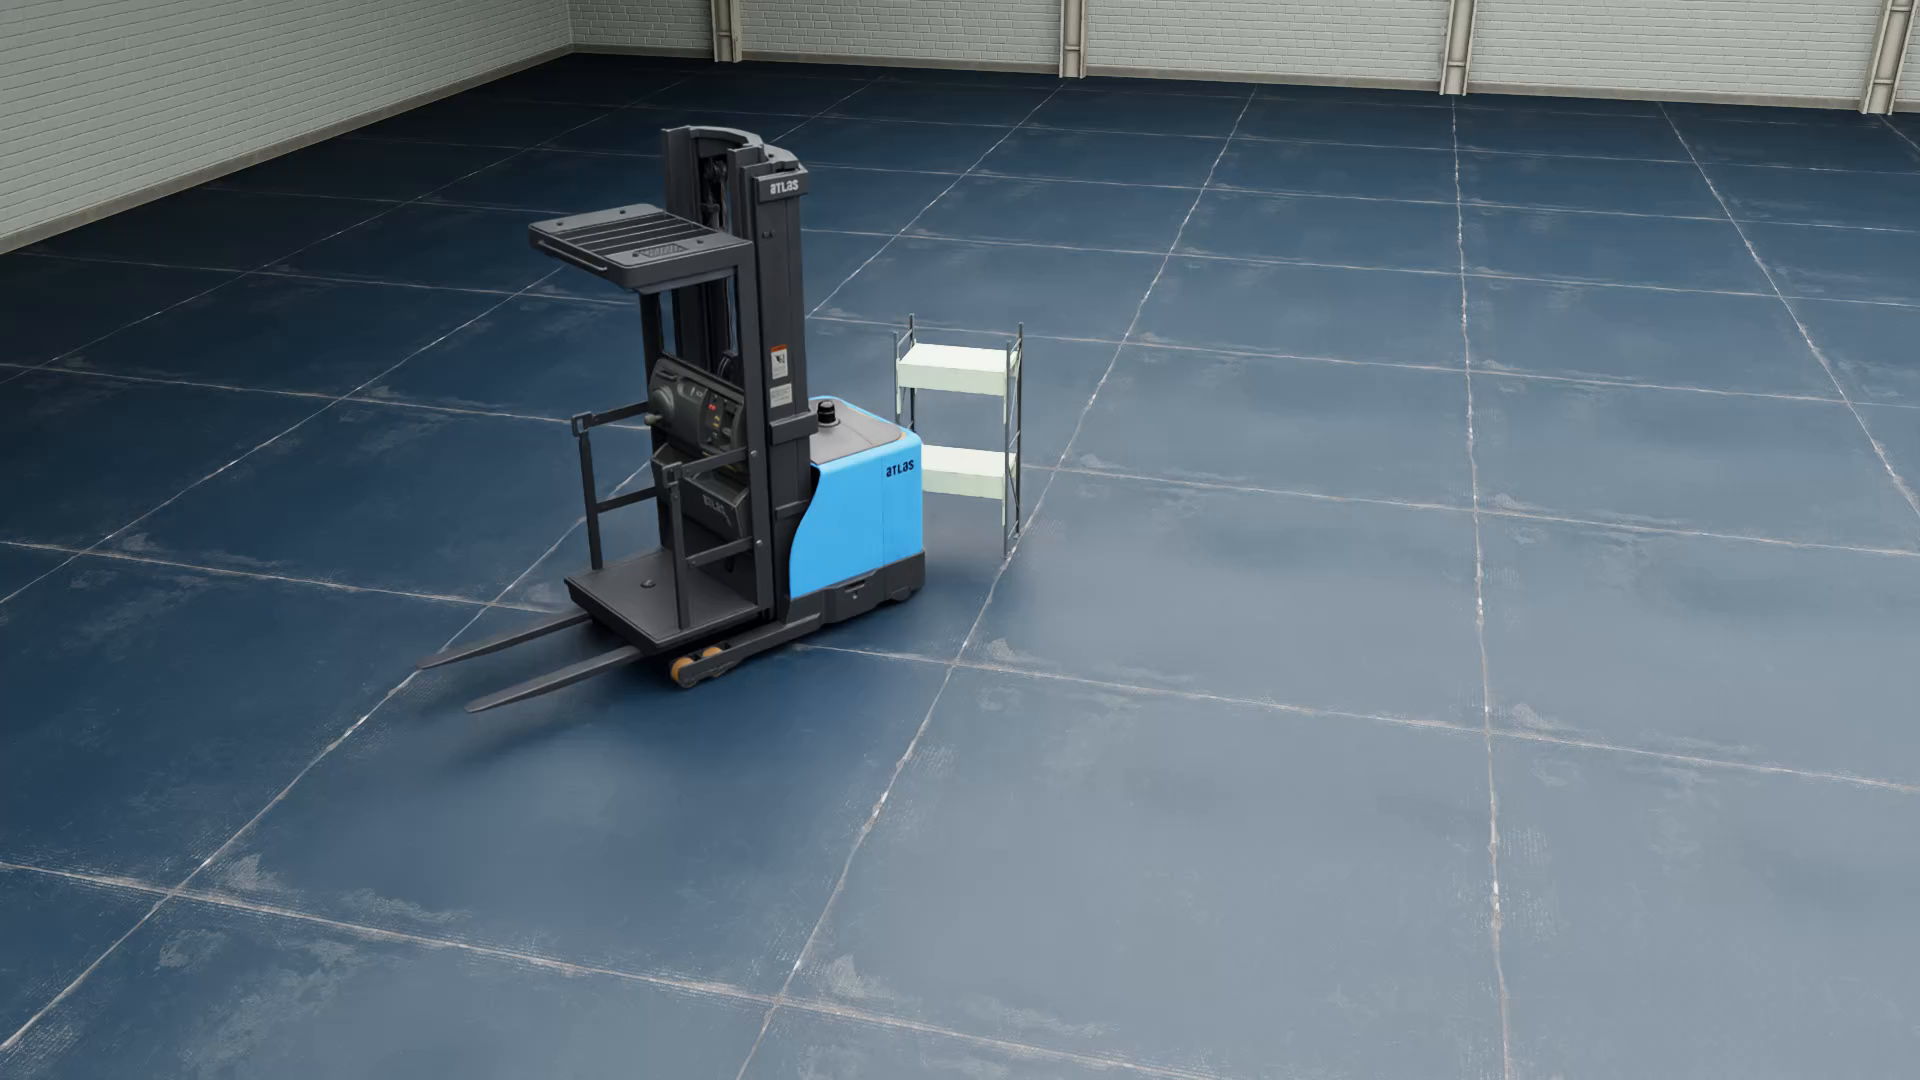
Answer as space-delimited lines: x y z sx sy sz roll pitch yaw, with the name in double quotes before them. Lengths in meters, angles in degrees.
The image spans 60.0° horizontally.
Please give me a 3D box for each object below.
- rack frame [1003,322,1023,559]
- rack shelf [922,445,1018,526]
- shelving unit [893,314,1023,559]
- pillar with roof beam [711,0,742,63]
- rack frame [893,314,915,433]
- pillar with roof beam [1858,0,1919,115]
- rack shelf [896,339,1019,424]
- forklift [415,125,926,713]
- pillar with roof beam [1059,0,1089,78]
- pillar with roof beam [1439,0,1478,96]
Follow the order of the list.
"rack frame" 0.348 -0.639 10.847 0.023 1.500 0.400 6 26 13
"rack shelf" -0.006 -0.384 11.069 0.720 0.370 0.431 6 26 13
"shelving unit" -0.006 -0.678 10.929 0.755 1.500 0.431 6 26 13
"pillar with roof beam" -5.043 -10.495 22.826 0.400 9.000 9.100 6 26 13
"rack frame" -0.361 -0.717 11.011 0.023 1.500 0.400 6 26 13
"pillar with roof beam" 12.390 -8.568 18.778 0.400 9.000 9.100 6 26 13
"rack shelf" -0.006 -1.030 10.761 0.720 0.370 0.431 6 26 13
"forklift" -1.669 -0.737 9.389 3.031 2.935 1.130 -20 32 -36
"pillar with roof beam" 0.768 -9.853 21.477 0.400 9.000 9.100 6 26 13
"pillar with roof beam" 6.579 -9.210 20.128 0.400 9.000 9.100 6 26 13
